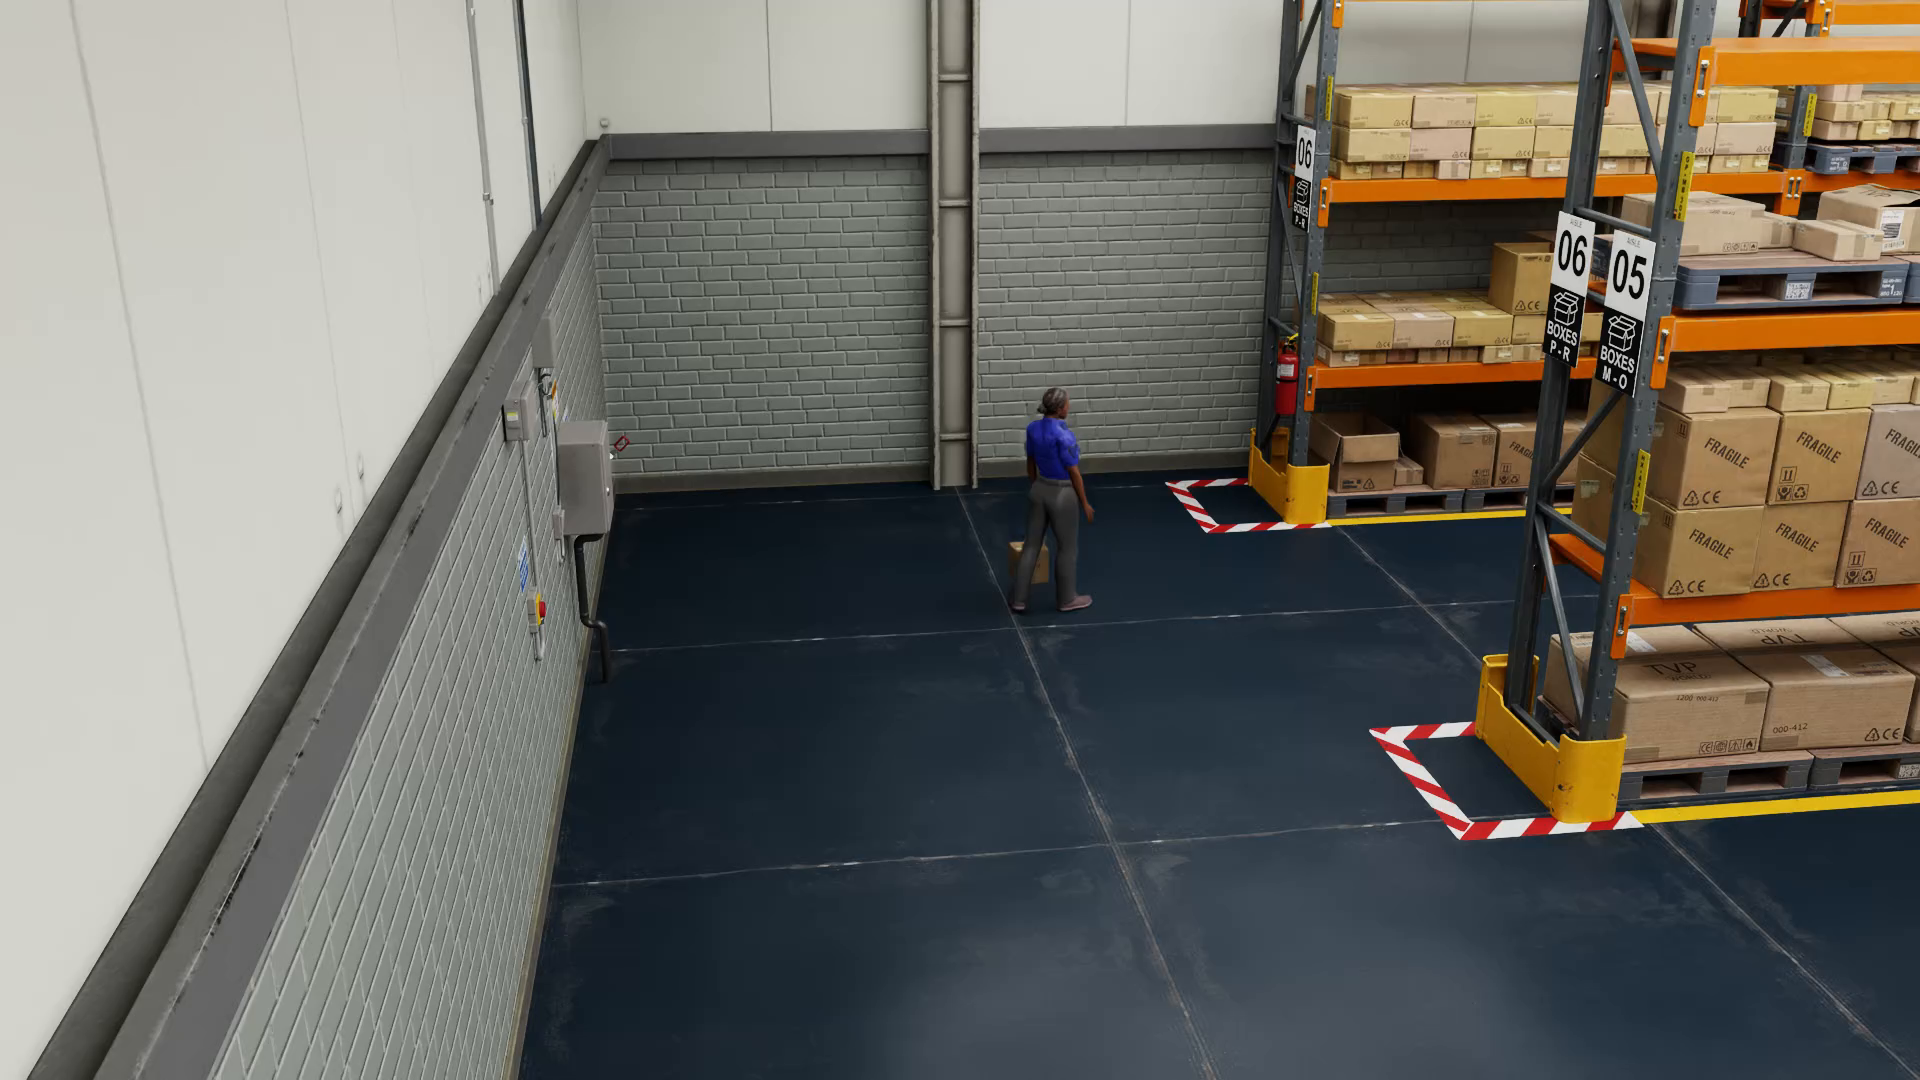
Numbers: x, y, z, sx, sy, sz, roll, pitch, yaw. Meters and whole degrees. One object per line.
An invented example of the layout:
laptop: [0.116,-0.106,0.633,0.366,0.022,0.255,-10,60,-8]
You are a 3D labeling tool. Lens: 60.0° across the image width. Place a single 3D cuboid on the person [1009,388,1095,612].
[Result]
person: [0.669,-0.283,11.839,0.609,1.653,0.554,18,27,40]
